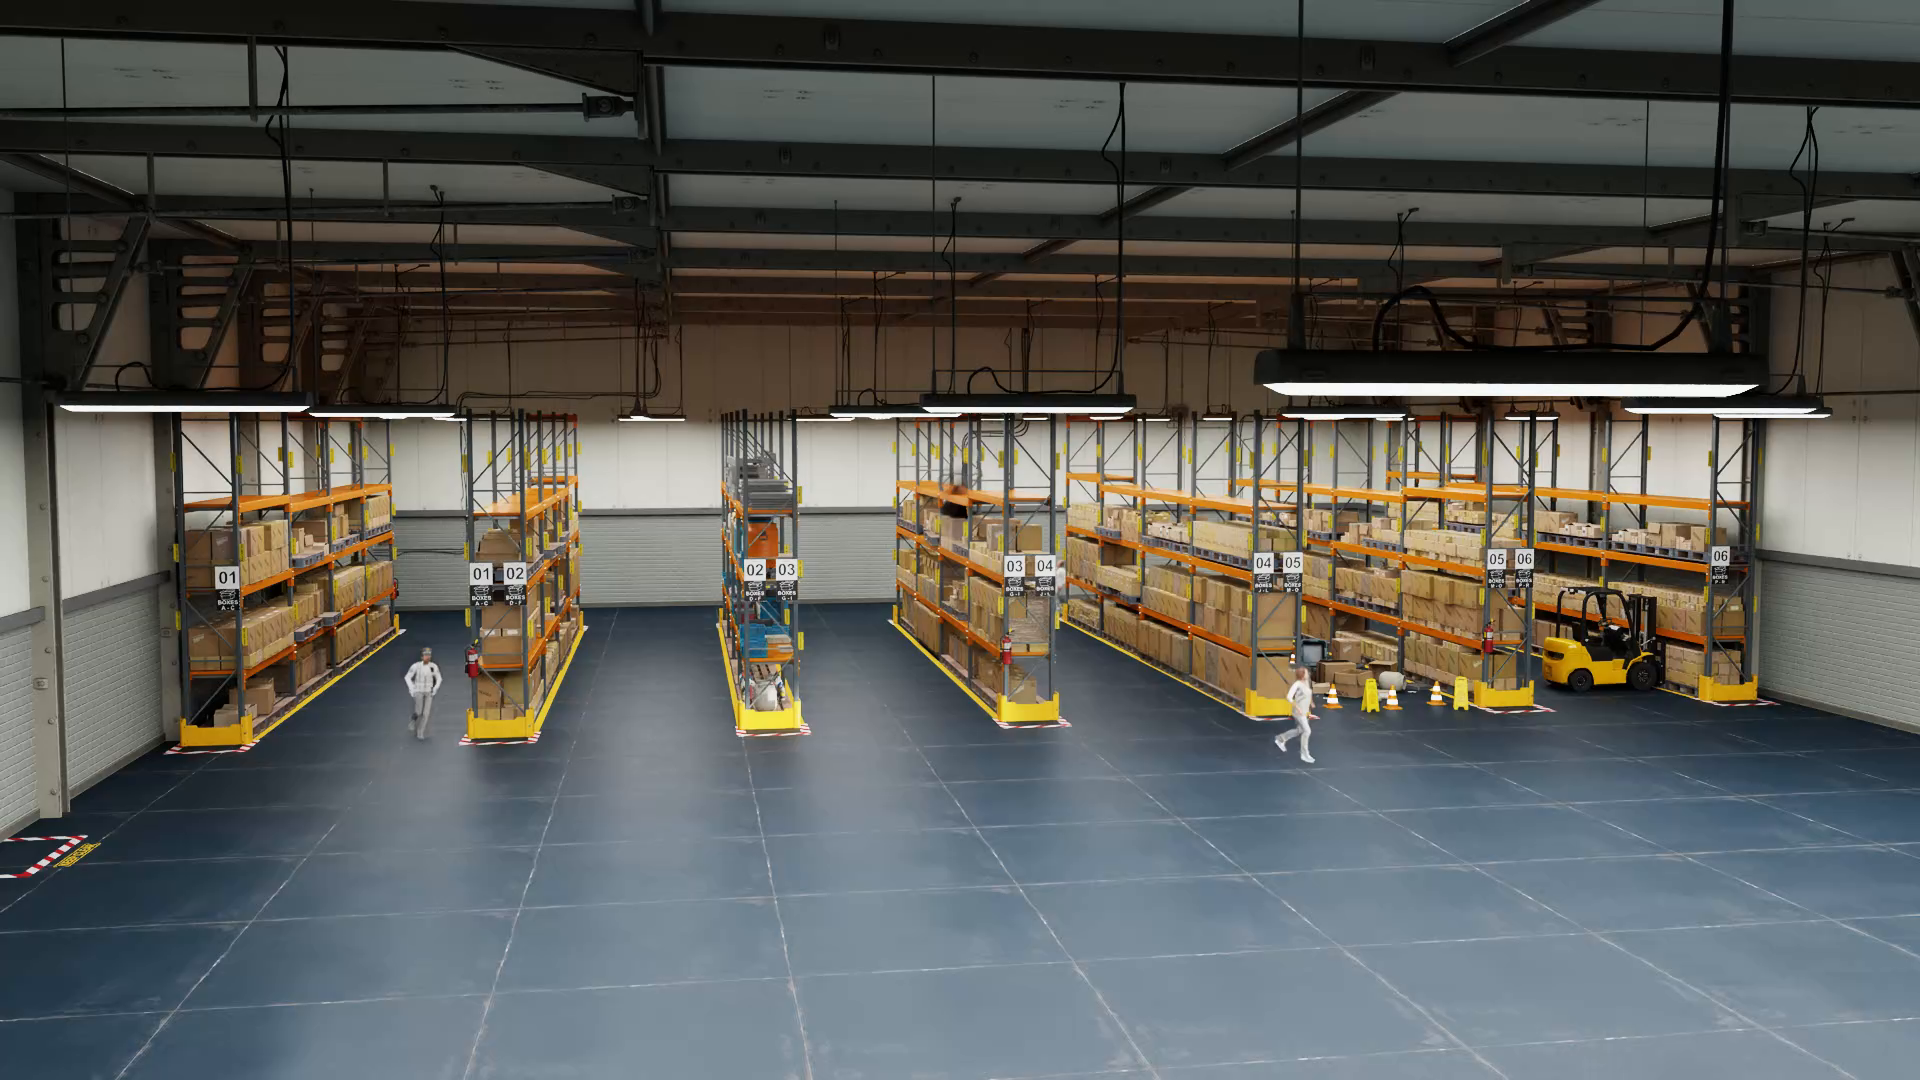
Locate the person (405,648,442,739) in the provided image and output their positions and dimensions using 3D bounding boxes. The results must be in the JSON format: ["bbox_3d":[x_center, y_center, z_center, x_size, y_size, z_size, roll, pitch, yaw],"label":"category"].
[{"bbox_3d":[-9.807,2.796,30.461,0.634,1.674,0.545,-2,5,-30],"label":"person"}]

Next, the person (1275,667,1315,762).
[{"bbox_3d":[5.725,2.958,28.352,0.752,1.595,0.538,3,5,33],"label":"person"}]

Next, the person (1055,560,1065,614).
[{"bbox_3d":[2.898,1.424,49.823,0.683,1.699,0.797,0,4,4],"label":"person"}]

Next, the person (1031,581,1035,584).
[{"bbox_3d":[2.109,1.670,46.547,0.632,1.613,0.554,-1,4,-14],"label":"person"}]
